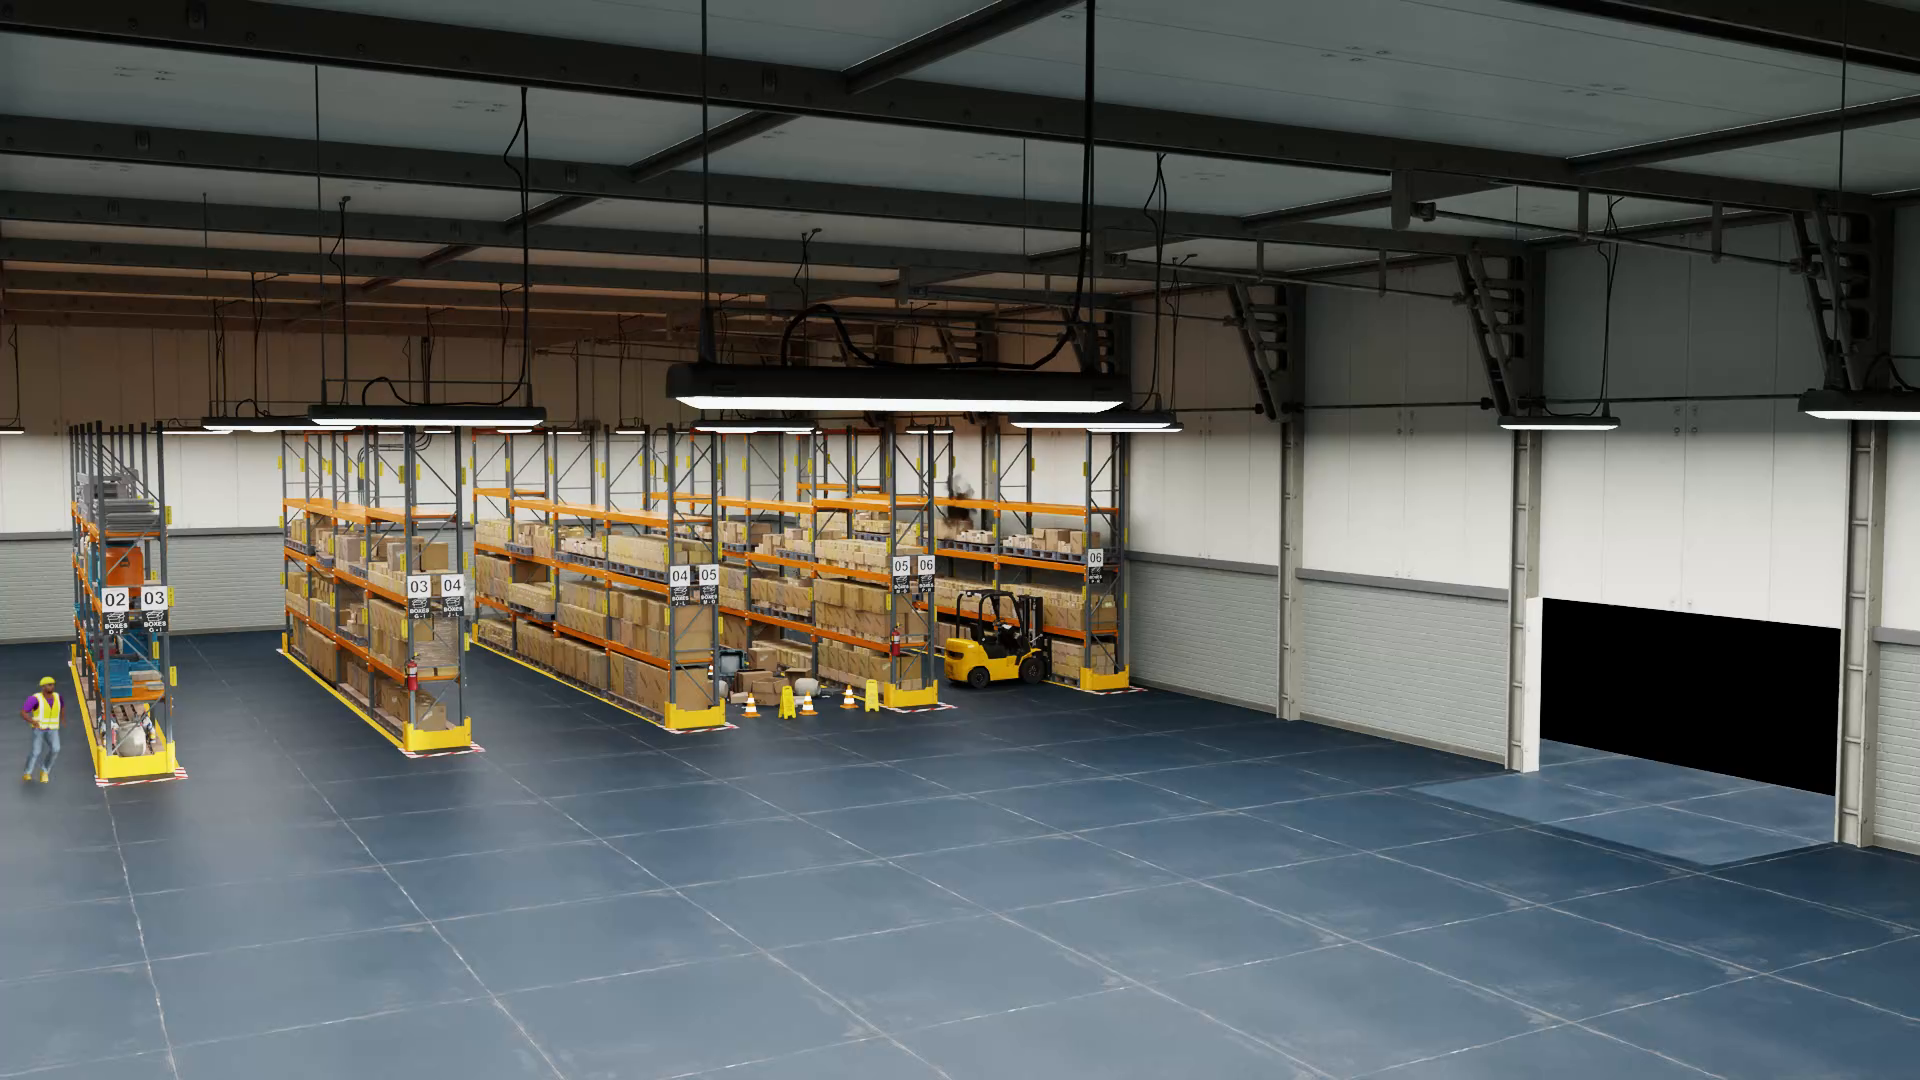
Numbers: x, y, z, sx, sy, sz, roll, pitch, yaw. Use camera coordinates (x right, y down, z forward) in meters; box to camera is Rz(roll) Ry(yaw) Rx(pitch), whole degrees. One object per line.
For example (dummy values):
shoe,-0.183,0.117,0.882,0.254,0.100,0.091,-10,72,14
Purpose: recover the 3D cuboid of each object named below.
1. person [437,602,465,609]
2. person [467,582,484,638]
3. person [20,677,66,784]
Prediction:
person,-13.438,2.135,43.868,0.715,1.793,0.964,-2,4,-27
person,-13.790,1.975,47.661,0.659,1.698,0.706,3,5,42
person,-15.204,3.157,27.661,0.651,1.764,0.768,3,5,39
